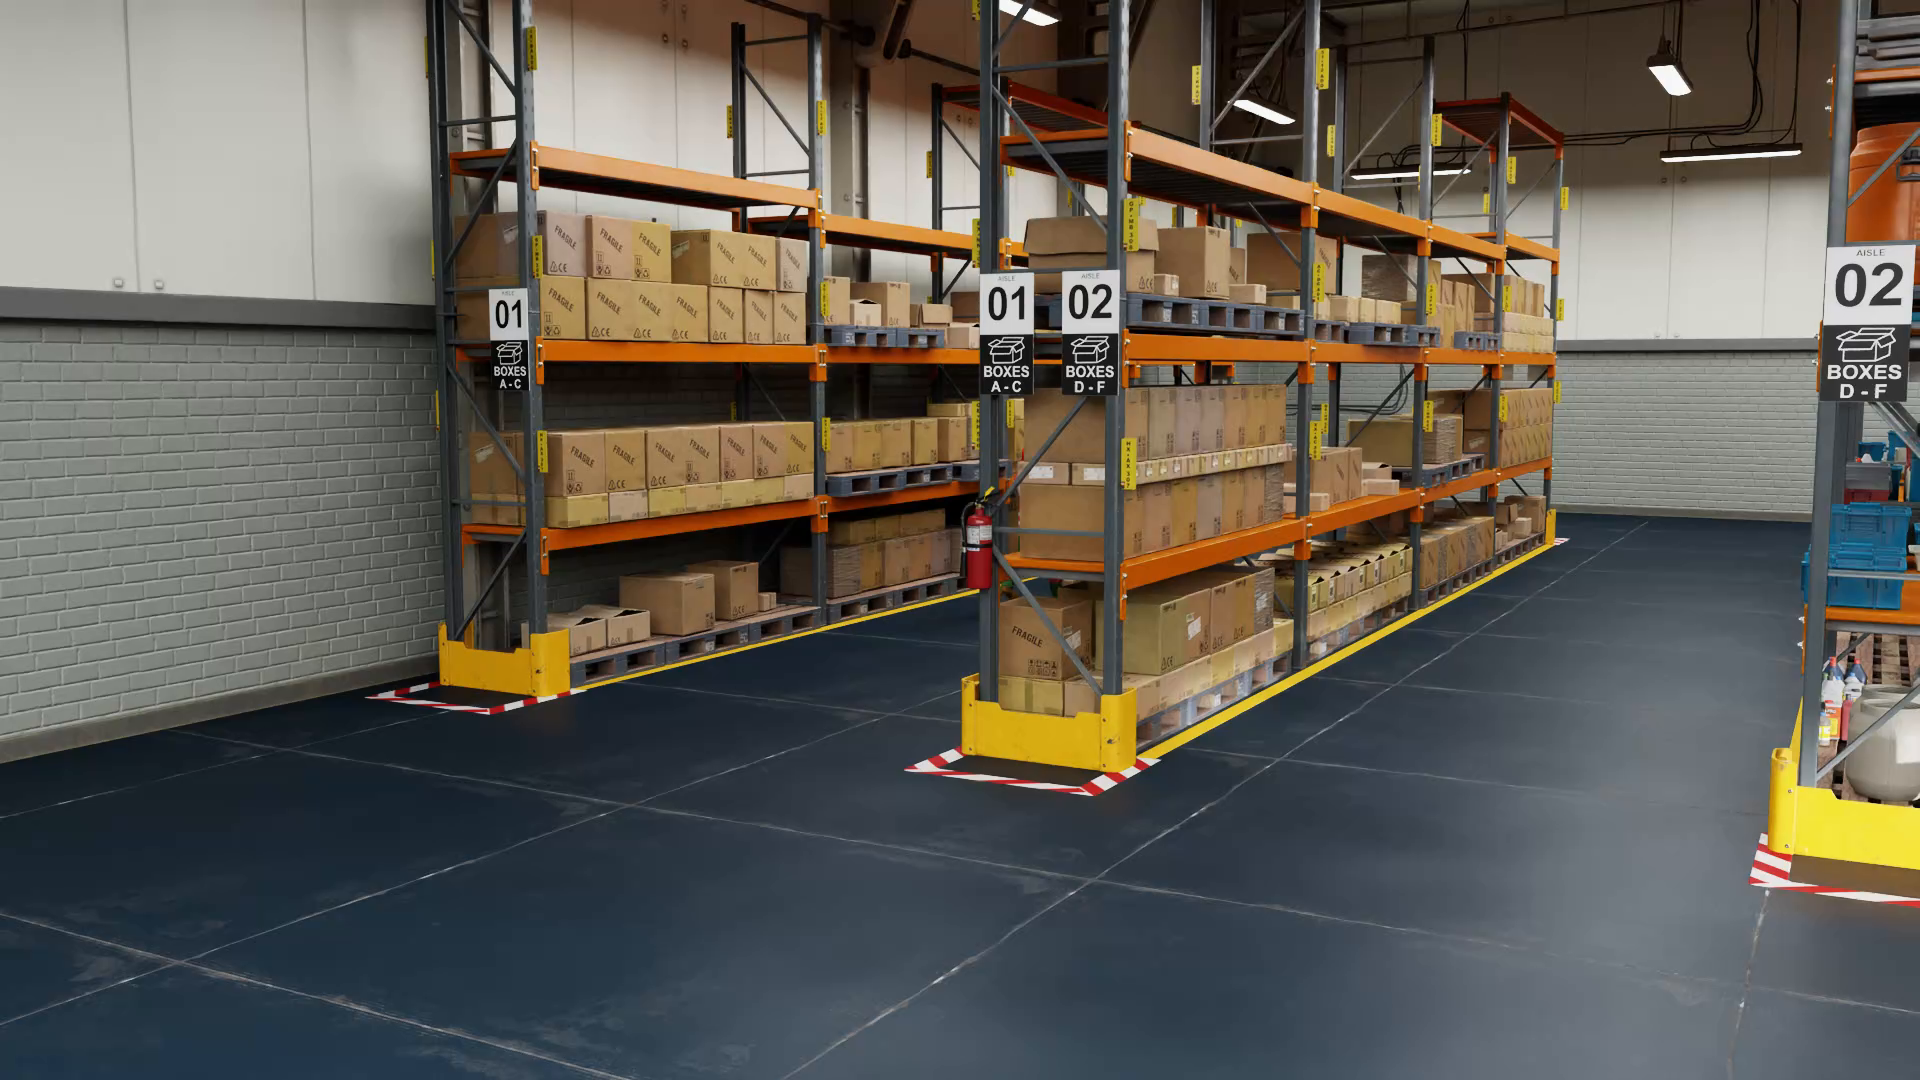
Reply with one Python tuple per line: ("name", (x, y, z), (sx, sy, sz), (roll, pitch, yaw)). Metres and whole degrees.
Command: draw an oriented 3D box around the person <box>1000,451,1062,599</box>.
("person", (0.847, -0.162, 17.995), (0.546, 1.763, 0.889), (6, 8, 44))
